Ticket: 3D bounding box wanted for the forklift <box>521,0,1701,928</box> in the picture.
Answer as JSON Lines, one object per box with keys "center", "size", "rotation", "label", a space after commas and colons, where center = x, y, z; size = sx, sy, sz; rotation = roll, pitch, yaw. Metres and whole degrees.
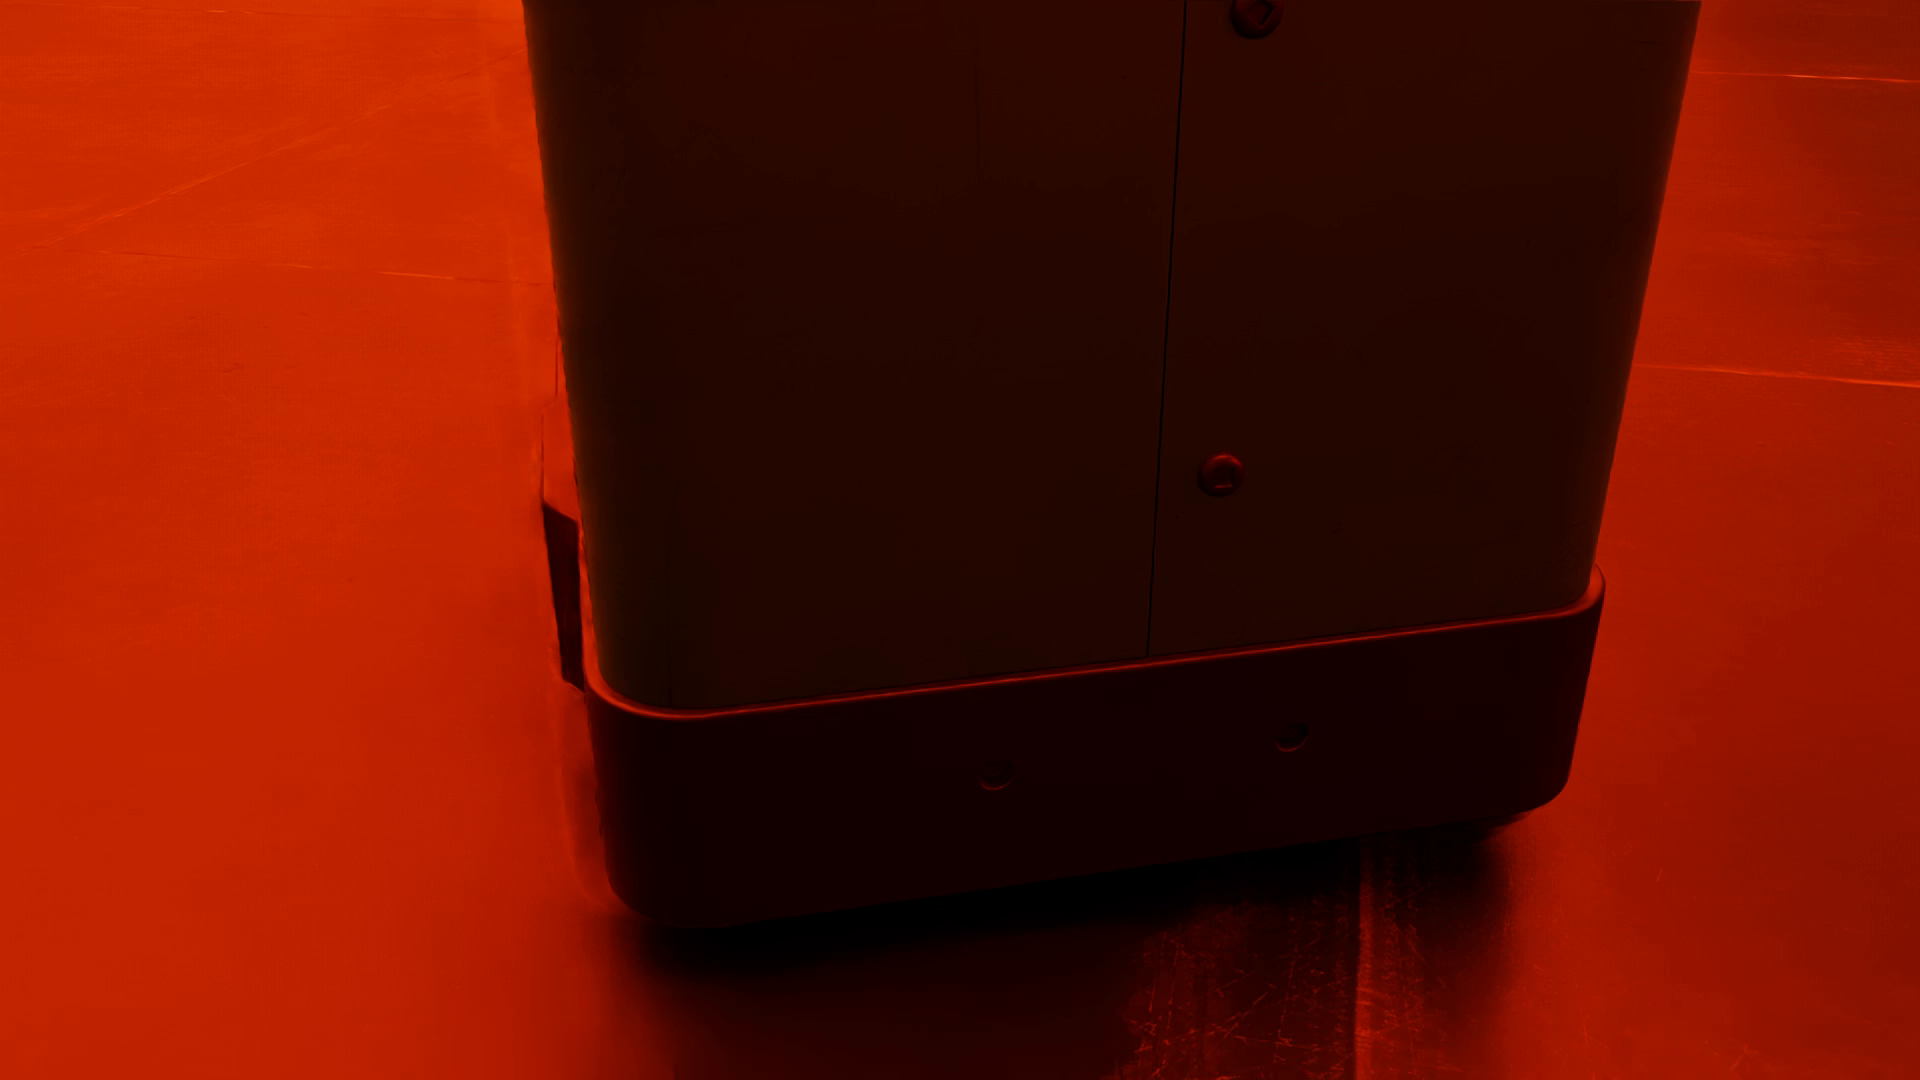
{"center": [-0.149, -1.578, 2.374], "size": [1.130, 2.935, 3.031], "rotation": [-6, 27, -11], "label": "forklift"}
